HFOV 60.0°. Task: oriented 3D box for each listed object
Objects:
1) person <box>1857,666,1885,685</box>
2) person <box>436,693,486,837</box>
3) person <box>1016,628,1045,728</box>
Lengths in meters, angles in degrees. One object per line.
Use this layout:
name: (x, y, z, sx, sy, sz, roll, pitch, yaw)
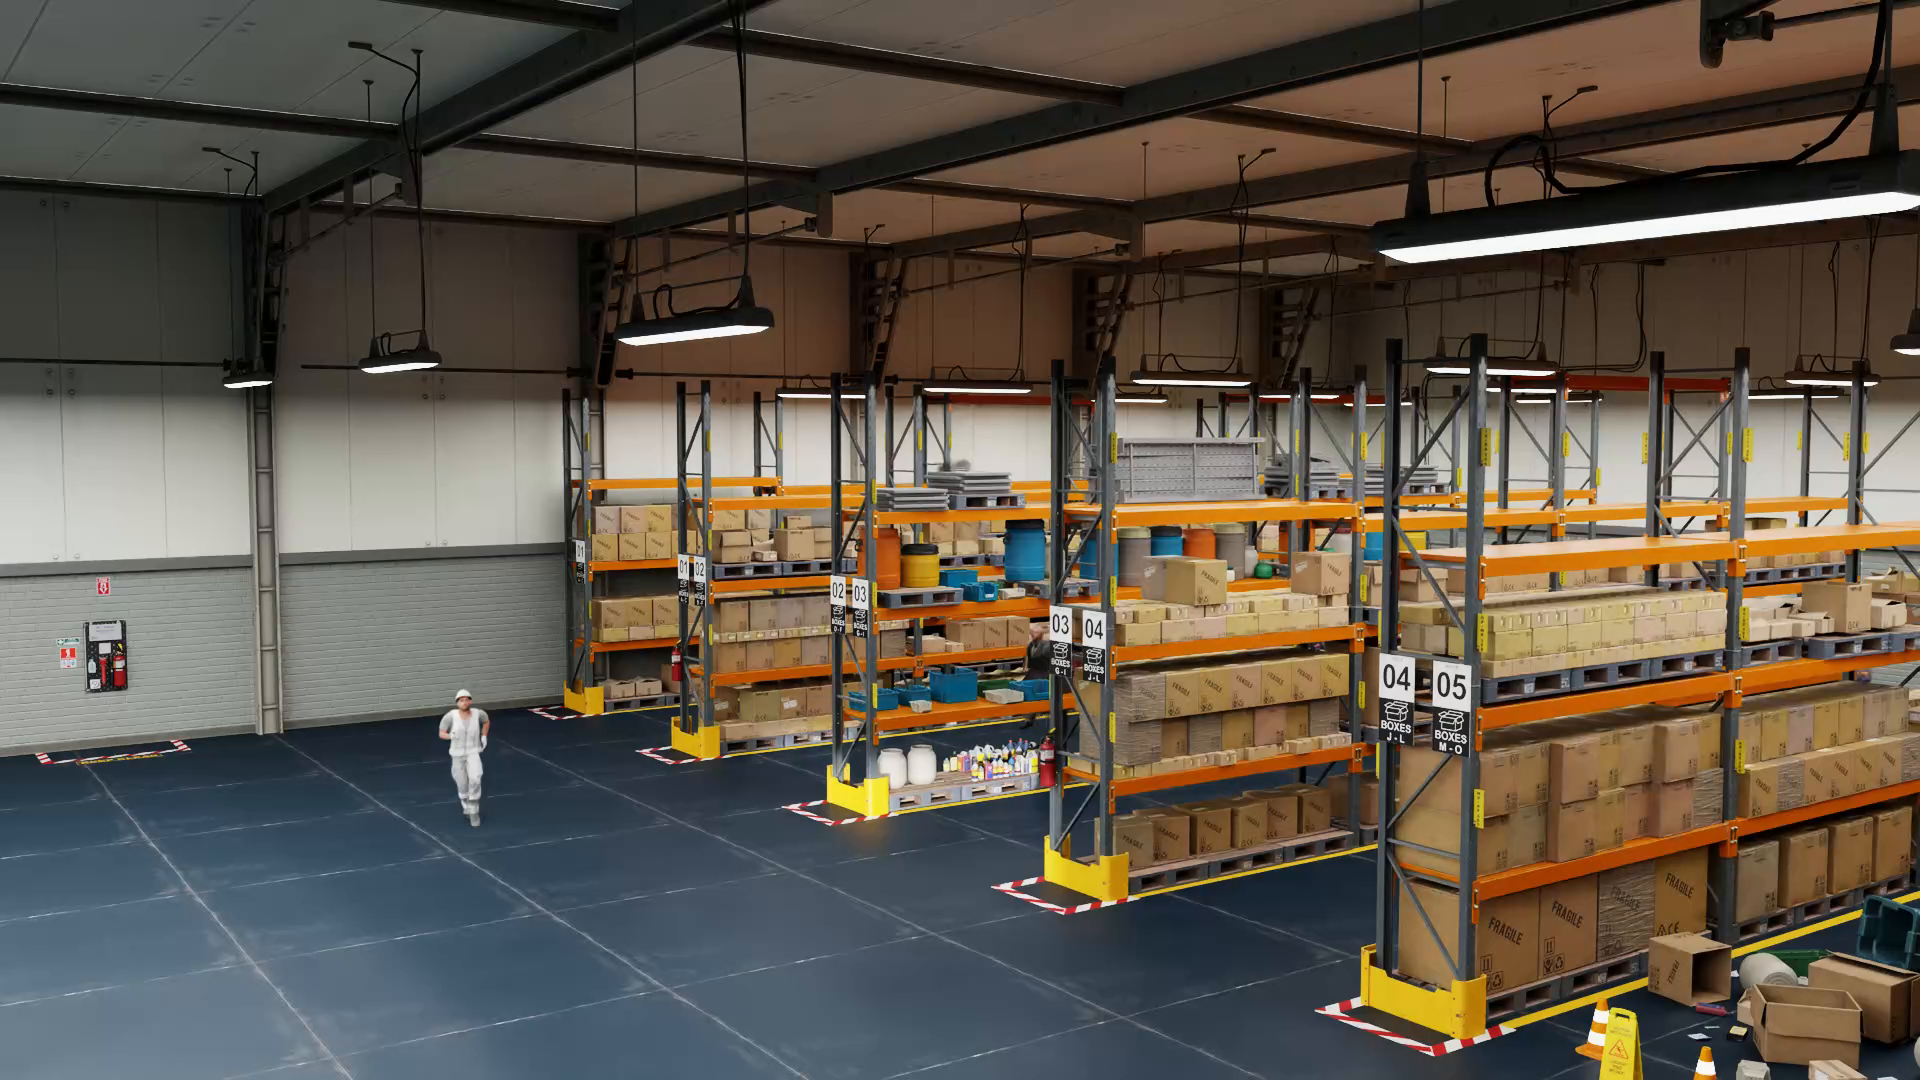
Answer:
person: (15.425, 2.542, 28.226, 0.601, 1.670, 0.805, -1, 4, -12)
person: (-6.517, 2.881, 21.752, 0.623, 1.788, 1.167, -1, 4, -14)
person: (1.105, 2.284, 27.471, 0.544, 1.673, 0.667, -3, 5, -43)
